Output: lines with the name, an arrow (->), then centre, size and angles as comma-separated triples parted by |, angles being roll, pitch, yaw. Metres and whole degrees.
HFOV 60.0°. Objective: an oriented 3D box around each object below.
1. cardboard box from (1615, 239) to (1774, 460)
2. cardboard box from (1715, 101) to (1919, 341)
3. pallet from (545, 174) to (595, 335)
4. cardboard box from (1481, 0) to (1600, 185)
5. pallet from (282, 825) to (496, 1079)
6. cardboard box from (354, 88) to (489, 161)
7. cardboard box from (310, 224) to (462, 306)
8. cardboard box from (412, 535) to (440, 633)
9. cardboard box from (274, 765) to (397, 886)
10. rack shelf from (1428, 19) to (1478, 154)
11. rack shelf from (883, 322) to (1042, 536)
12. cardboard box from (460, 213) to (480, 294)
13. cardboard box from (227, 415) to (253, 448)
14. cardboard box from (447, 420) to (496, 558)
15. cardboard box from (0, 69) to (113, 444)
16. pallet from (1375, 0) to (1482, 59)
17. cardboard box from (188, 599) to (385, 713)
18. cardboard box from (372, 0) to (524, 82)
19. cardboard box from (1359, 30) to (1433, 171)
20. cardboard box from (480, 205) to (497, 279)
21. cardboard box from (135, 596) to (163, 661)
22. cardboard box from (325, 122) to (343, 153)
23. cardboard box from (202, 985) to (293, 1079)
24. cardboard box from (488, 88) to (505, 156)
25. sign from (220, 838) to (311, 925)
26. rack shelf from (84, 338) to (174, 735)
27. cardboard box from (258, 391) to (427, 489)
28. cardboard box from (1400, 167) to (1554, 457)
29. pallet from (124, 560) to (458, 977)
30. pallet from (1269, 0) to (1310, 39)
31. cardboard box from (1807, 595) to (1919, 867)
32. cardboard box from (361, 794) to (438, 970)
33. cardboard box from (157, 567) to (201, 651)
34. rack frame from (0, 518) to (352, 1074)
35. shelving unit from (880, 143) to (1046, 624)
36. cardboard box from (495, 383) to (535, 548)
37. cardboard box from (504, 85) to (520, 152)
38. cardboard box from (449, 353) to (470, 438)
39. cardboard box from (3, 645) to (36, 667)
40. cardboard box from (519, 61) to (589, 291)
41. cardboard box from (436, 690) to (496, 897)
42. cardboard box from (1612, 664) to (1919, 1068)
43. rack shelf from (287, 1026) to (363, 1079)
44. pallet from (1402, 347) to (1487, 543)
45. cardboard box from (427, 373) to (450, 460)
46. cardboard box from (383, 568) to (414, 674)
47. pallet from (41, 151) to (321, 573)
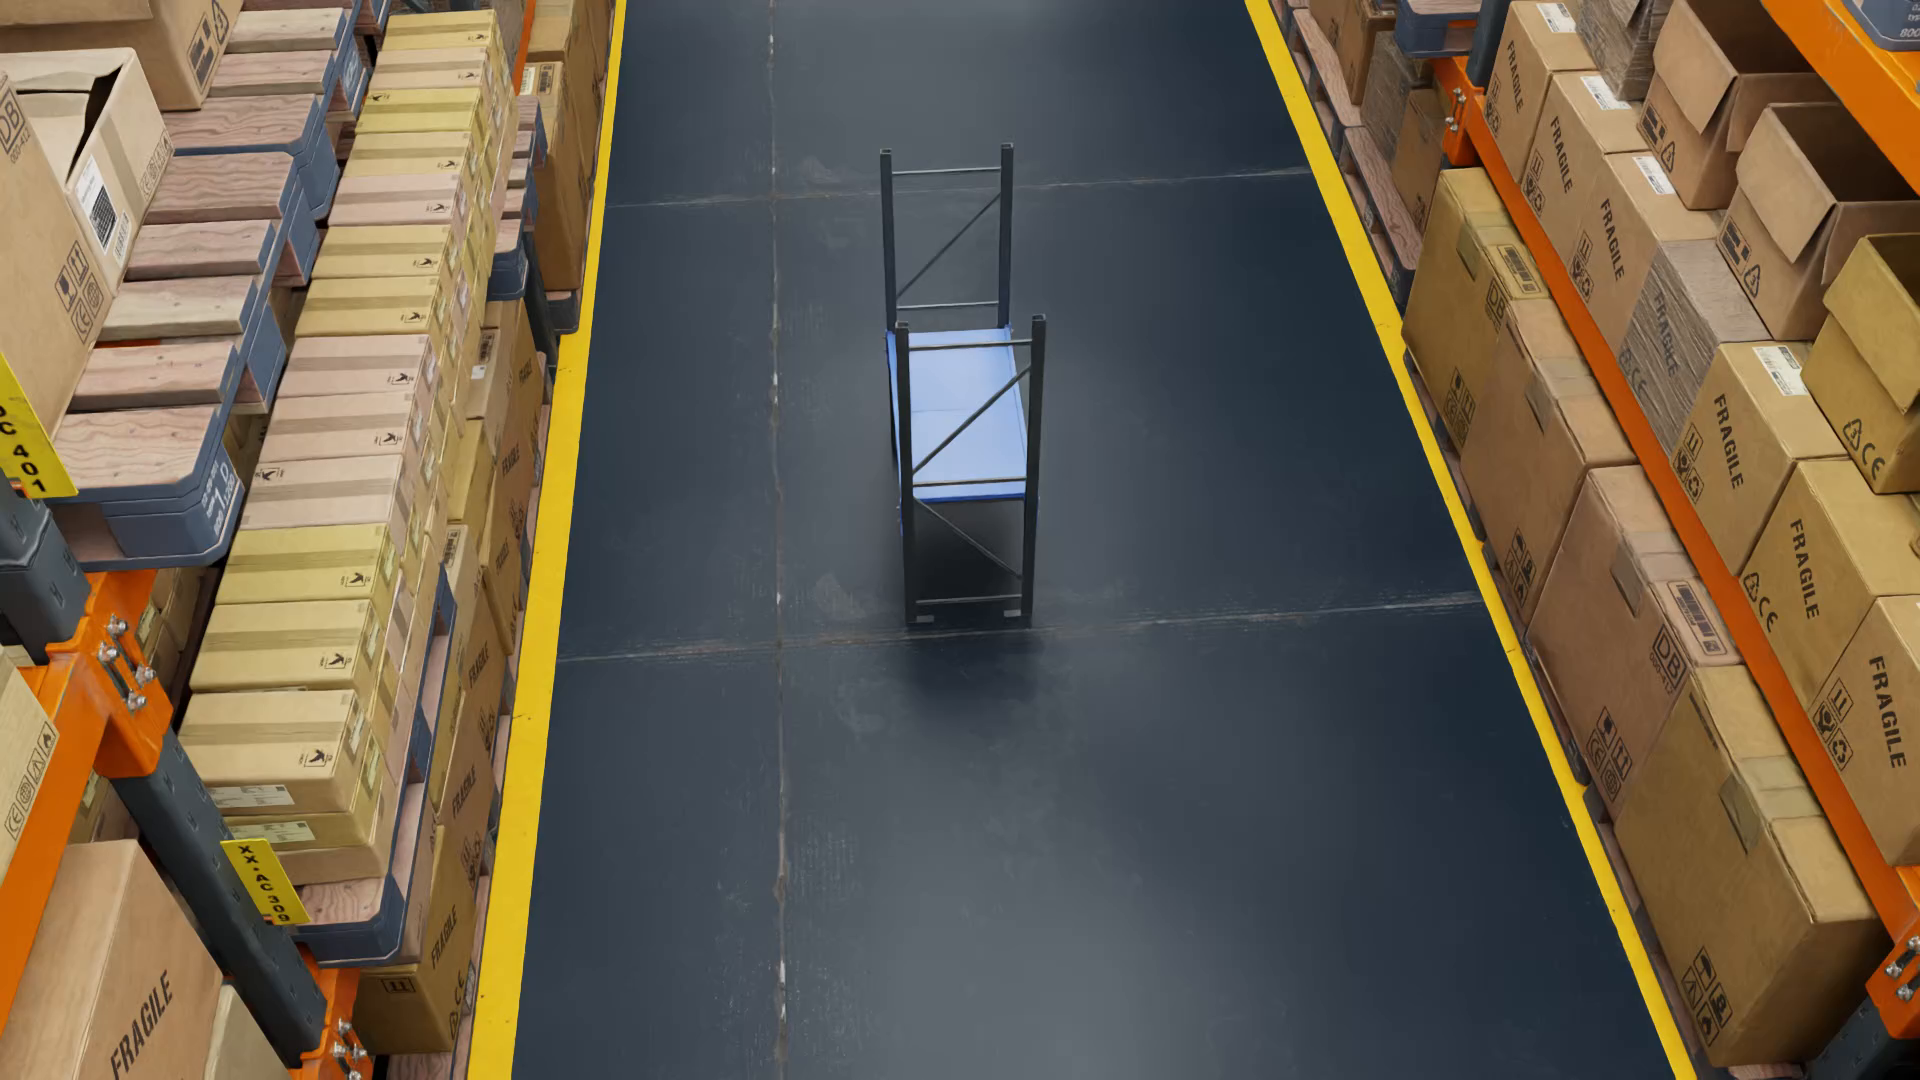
cardboard box -> 2.501, -0.618, 5.337 | 0.500, 0.500, 0.500 | -3, 47, -3
cardboard box -> 2.759, -0.950, 4.960 | 0.797, 0.503, 0.637 | -2, 47, -2
pallet -> -2.342, -1.445, 8.109 | 1.003, 0.211, 1.213 | -3, 47, -3
cardboard box -> 2.369, -1.723, 6.384 | 0.500, 0.500, 0.500 | -2, 47, -2
pallet -> -2.083, 1.461, 5.357 | 1.003, 0.211, 1.213 | -3, 47, -3
cardboard box -> -1.813, -1.393, 5.614 | 0.380, 0.149, 0.250 | -2, 47, -2
cardboard box -> -1.747, -0.829, 5.079 | 0.380, 0.149, 0.250 | -1, 47, -1
cardboard box -> -1.657, 0.131, 4.580 | 0.380, 0.149, 0.250 | -3, 47, -3
cardboard box -> -1.591, 0.695, 4.047 | 0.380, 0.149, 0.250 | -6, 47, -5
rack shelf -> 2.432, -3.257, 8.400 | 1.077, 0.370, 4.000 | -3, 47, -3
rack shelf -> -0.007, -0.454, 6.531 | 0.538, 0.185, 1.000 | -3, 47, -3
cardboard box -> -1.769, -0.915, 5.366 | 0.380, 0.149, 0.250 | -4, 47, -4
cardboard box -> -2.382, -0.403, 5.086 | 0.380, 0.149, 0.250 | -5, 47, -5
cardboard box -> -1.953, -0.159, 5.887 | 0.500, 0.250, 0.500 | -2, 47, -2
cardboard box -> -1.939, -0.426, 2.800 | 0.700, 0.500, 0.500 | -3, 47, -3
pallet -> 2.434, -2.500, 7.320 | 1.213, 0.211, 1.003 | -3, 47, -3
cardboard box -> -1.621, 0.289, 4.021 | 0.380, 0.149, 0.250 | -2, 47, -2
cardboard box -> -2.120, -2.204, 6.839 | 0.500, 0.500, 0.500 | -3, 47, -3
cardboard box -> 2.464, -2.233, 8.354 | 0.700, 0.500, 0.500 | -7, 47, -7
cardboard box -> -1.794, -1.011, 5.662 | 0.380, 0.149, 0.250 | -4, 47, -4
cardboard box -> -2.288, 0.259, 4.254 | 0.380, 0.149, 0.250 | -2, 47, -2
cardboard box -> -2.515, -1.551, 6.173 | 0.380, 0.149, 0.250 | -4, 47, -4
cardboard box -> -1.694, 1.262, 3.352 | 0.500, 0.500, 0.500 | -3, 47, -3
cardboard box -> -1.832, -1.466, 5.888 | 0.380, 0.149, 0.250 | -2, 47, -2
sign -> -1.476, 0.729, 3.534 | 0.100, 0.325, 0.005 | -3, 47, -3
rack shelf -> -2.184, -1.166, 4.354 | 1.077, 0.370, 4.000 | -3, 47, -3
cardboard box -> -1.680, -0.263, 4.544 | 0.380, 0.149, 0.250 | -4, 47, -4
cardboard box -> 2.637, -0.970, 6.913 | 1.225, 0.875, 0.875 | -5, 47, -5
pallet -> -1.936, 0.570, 4.413 | 1.003, 0.211, 1.213 | -3, 47, -3
pallet -> 2.331, -3.429, 9.988 | 1.003, 0.211, 1.213 | -3, 47, -3
cardboard box -> 2.623, 0.481, 4.296 | 0.500, 0.500, 0.500 | -3, 47, -3
cardboard box -> -1.815, 0.972, 4.816 | 0.500, 0.250, 0.500 | -5, 47, -5
cardboard box -> -2.309, 0.182, 4.532 | 0.380, 0.149, 0.250 | -6, 47, -5
rack frame -> -2.016, 1.066, 3.811 | 1.000, 3.000, 0.127 | -3, 47, -3
shelving unit -> -0.007, -0.577, 6.400 | 0.538, 1.500, 1.048 | -3, 47, -3
cardboard box -> -1.996, -0.277, 6.516 | 0.500, 0.500, 0.500 | -2, 47, -2
cardboard box -> -1.852, -1.558, 6.179 | 0.380, 0.149, 0.250 | -3, 47, -3
cardboard box -> -1.724, -0.432, 5.114 | 0.380, 0.149, 0.250 | -5, 47, -5
cardboard box -> -2.268, 0.330, 3.982 | 0.380, 0.149, 0.250 | -5, 47, -4
cardboard box -> -2.313, -1.645, 7.639 | 1.050, 0.750, 0.750 | -4, 47, -4
cardboard box -> -1.860, 0.847, 5.451 | 0.500, 0.500, 0.500 | -2, 47, -1
cardboard box -> 2.861, 0.962, 5.084 | 1.225, 0.875, 0.875 | -3, 47, -3
rack shelf -> -1.849, 2.760, 2.702 | 1.077, 0.370, 4.000 | -3, 47, -3
pallet -> 2.591, -0.523, 7.236 | 1.003, 0.211, 1.213 | -3, 47, -3
cardboard box -> -1.706, -0.357, 4.837 | 0.380, 0.149, 0.250 | -4, 47, -4
cardboard box -> -1.637, 0.218, 4.293 | 0.380, 0.149, 0.250 | -2, 47, -2
pallet -> -1.962, -0.354, 3.220 | 1.213, 0.211, 1.003 | -3, 47, -3
